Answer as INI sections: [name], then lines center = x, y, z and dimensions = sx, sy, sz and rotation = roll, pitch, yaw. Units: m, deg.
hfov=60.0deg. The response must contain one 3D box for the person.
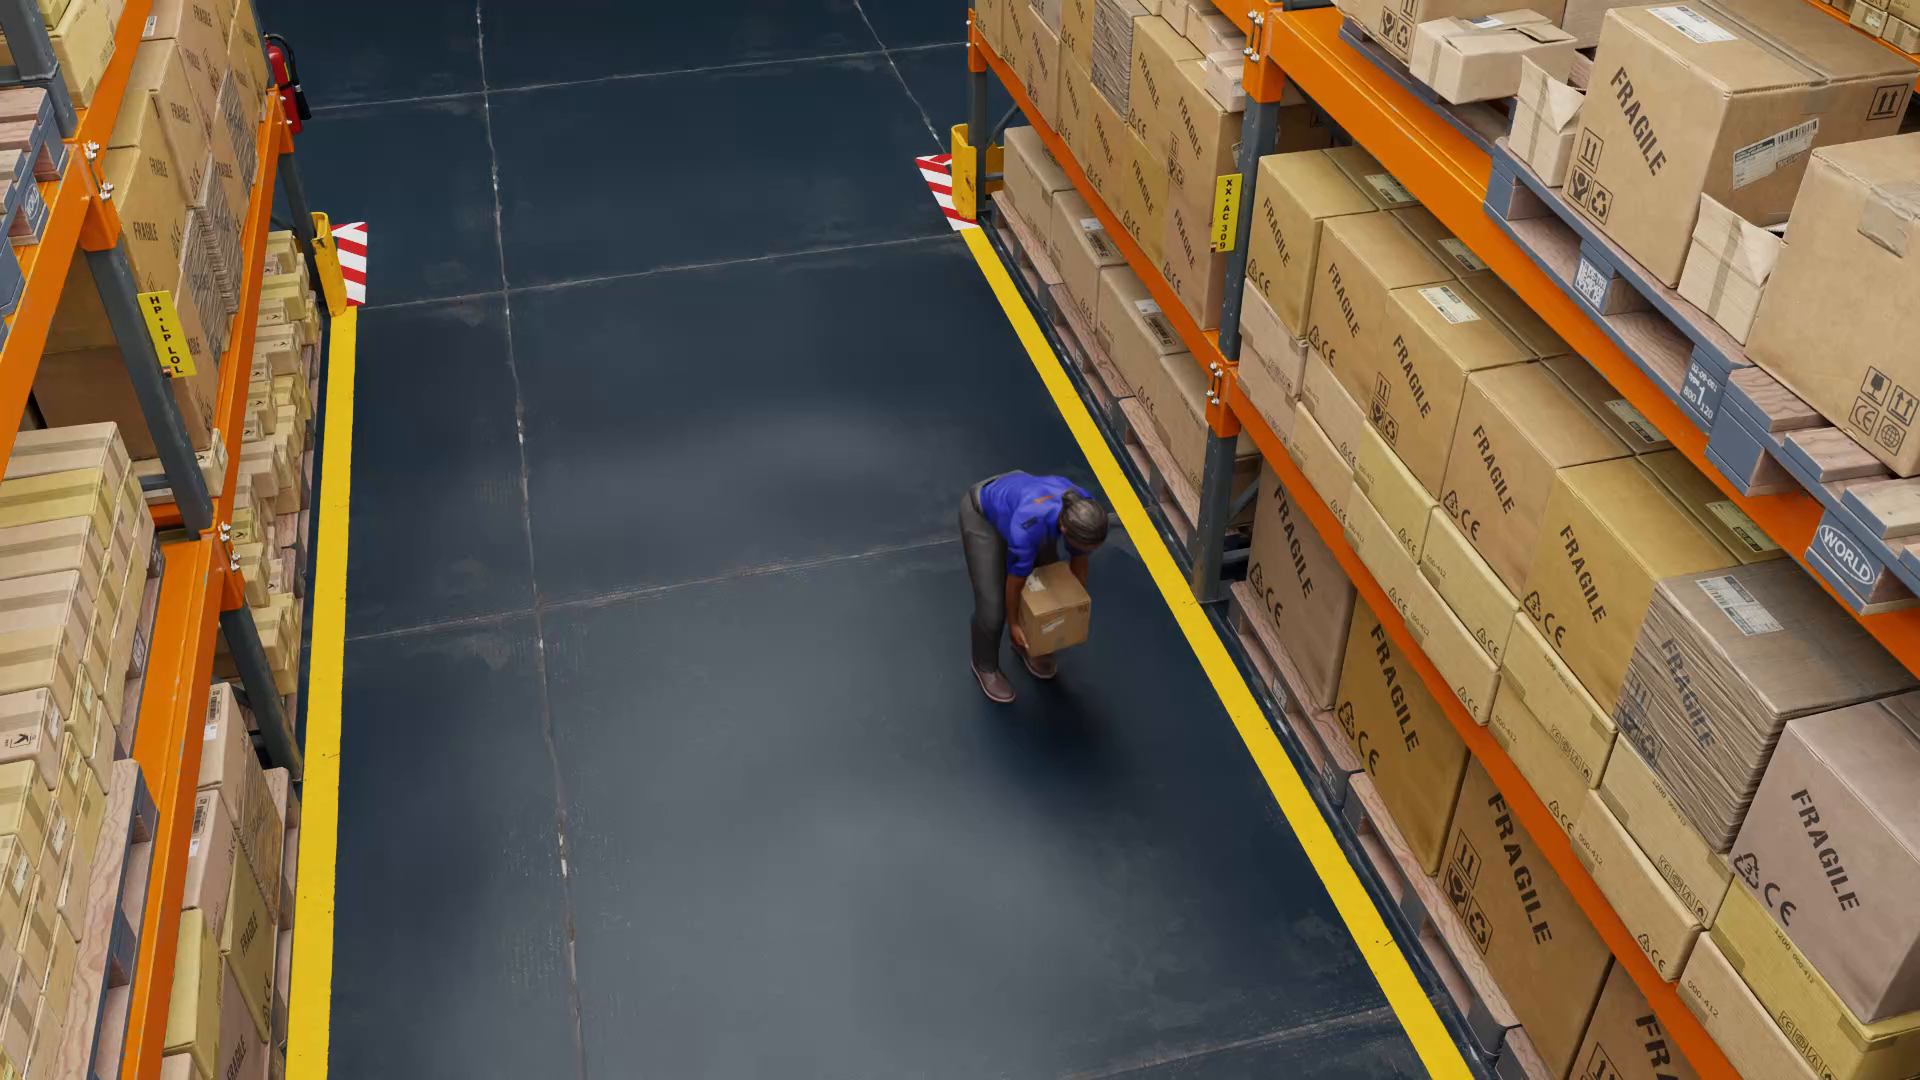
[person]
center = 0.314, 0.186, 6.816
dimensions = 0.407, 1.251, 0.825
rotation = -20, 43, -23
